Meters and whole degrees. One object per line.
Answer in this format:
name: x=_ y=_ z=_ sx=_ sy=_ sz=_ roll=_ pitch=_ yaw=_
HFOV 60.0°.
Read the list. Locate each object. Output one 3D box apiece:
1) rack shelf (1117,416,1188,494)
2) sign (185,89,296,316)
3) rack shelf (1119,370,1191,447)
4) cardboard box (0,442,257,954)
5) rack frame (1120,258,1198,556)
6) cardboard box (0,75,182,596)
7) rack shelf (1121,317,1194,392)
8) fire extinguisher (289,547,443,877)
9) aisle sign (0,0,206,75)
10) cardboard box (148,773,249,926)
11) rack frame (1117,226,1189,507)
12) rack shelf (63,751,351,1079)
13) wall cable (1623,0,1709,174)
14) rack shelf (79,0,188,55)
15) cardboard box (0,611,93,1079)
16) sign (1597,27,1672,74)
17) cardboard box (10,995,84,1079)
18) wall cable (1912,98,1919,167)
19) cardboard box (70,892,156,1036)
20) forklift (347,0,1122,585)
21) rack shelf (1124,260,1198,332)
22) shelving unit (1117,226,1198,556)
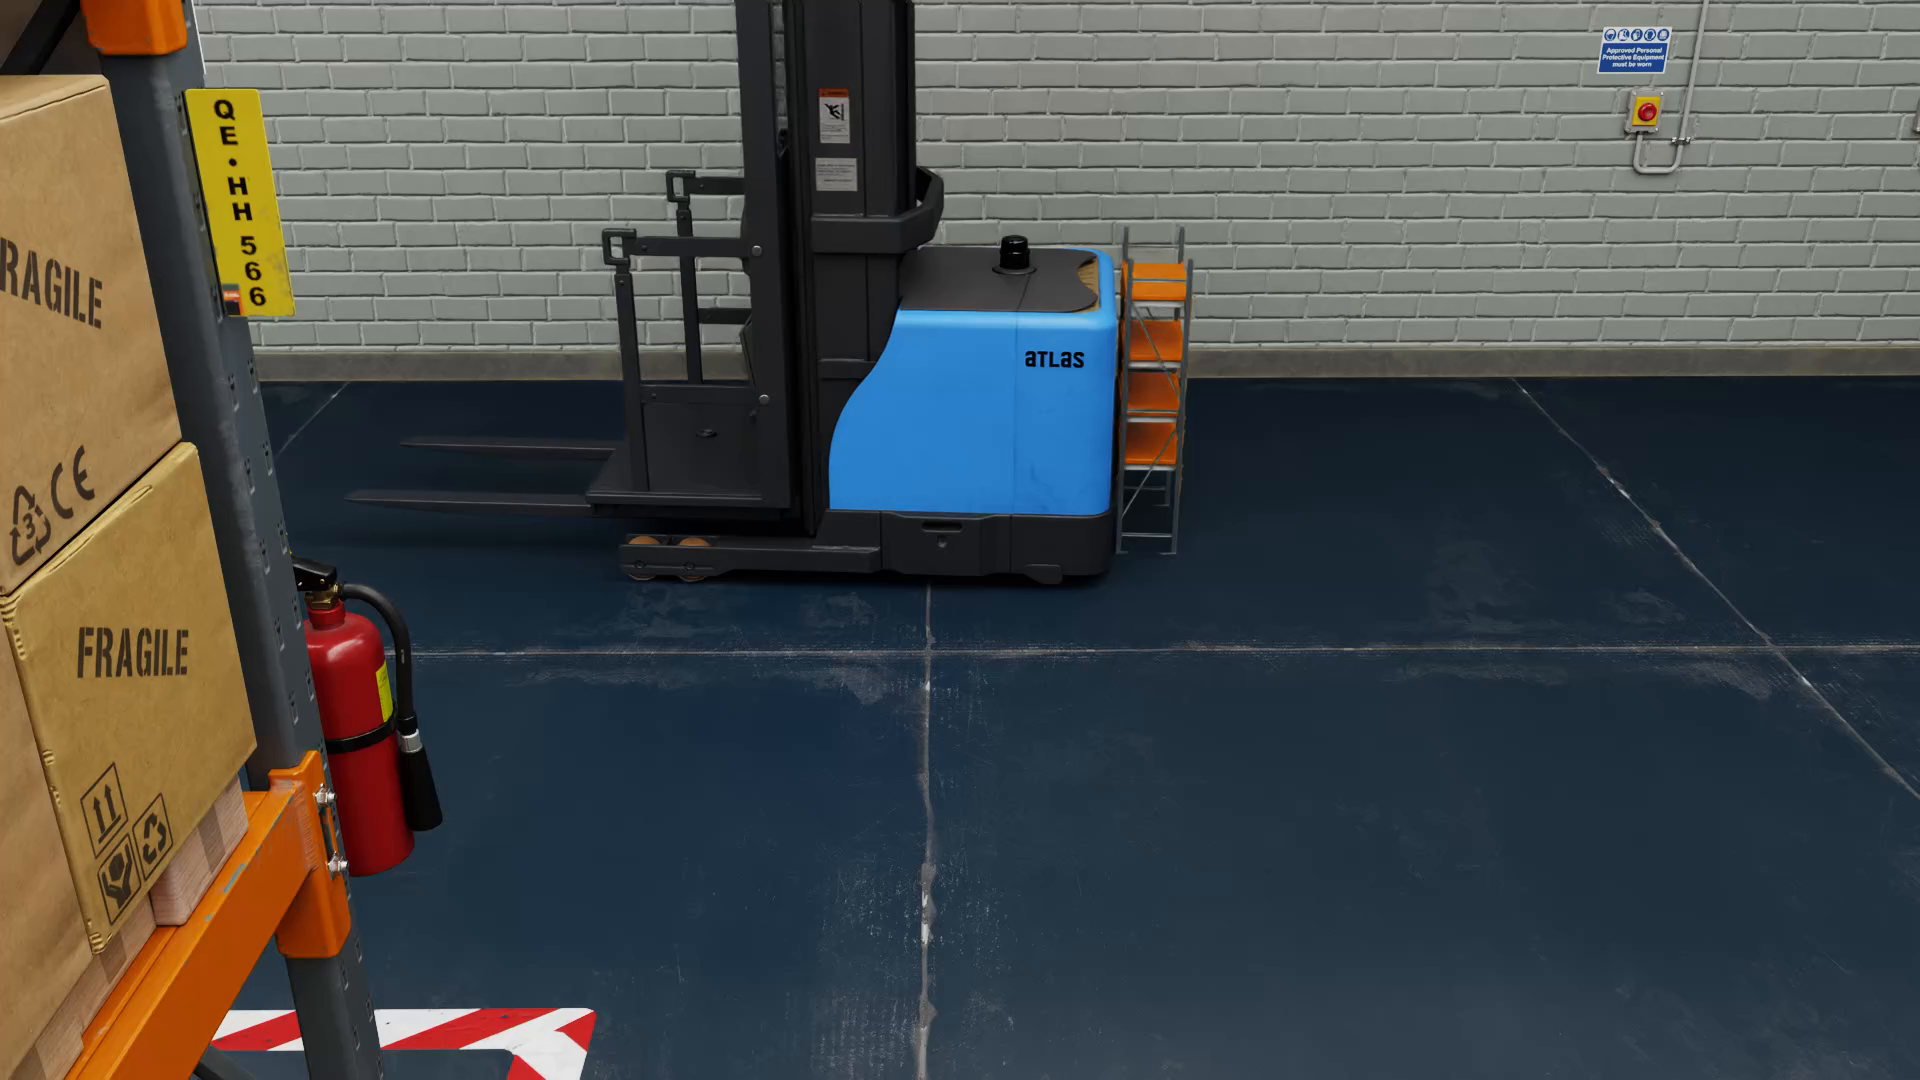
rack shelf: x=0.771 y=-0.348 z=6.709 sx=0.258 sy=0.148 sz=0.480 roll=1 pitch=24 yaw=3
sign: x=-1.027 y=-0.478 z=2.378 sx=0.100 sy=0.325 sz=0.005 roll=0 pitch=24 yaw=-1
rack shelf: x=0.771 y=-0.529 z=6.627 sx=0.258 sy=0.148 sz=0.480 roll=1 pitch=24 yaw=3
cardboard box: x=-1.319 y=0.191 z=2.206 sx=0.500 sy=0.500 sz=0.500 roll=0 pitch=24 yaw=1
rack frame: x=0.757 y=-0.490 z=6.378 sx=0.240 sy=1.200 sz=0.015 roll=1 pitch=24 yaw=3
cardboard box: x=-1.328 y=-0.261 z=1.992 sx=0.500 sy=0.500 sz=0.500 roll=-1 pitch=24 yaw=-2
rack shelf: x=0.771 y=-0.733 z=6.535 sx=0.258 sy=0.148 sz=0.480 roll=1 pitch=24 yaw=3
fire extinguisher: x=-1.123 y=0.287 z=3.021 sx=0.296 sy=0.674 sz=0.183 roll=0 pitch=24 yaw=-1
aisle sign: x=-1.282 y=-1.028 z=2.228 sx=0.394 sy=0.787 sz=0.004 roll=0 pitch=24 yaw=-1
cardboard box: x=-1.296 y=0.435 z=2.452 sx=0.380 sy=0.149 sz=0.250 roll=0 pitch=24 yaw=0
rack frame: x=0.786 y=-0.691 z=6.822 sx=0.240 sy=1.200 sz=0.015 roll=1 pitch=24 yaw=3
rack shelf: x=-1.560 y=1.340 z=1.021 sx=1.077 sy=0.370 sz=4.000 roll=0 pitch=24 yaw=-1
wall cable: x=3.282 y=-2.677 z=7.757 sx=0.585 sy=1.953 sz=0.123 roll=0 pitch=24 yaw=-1
rack shelf: x=-1.560 y=-0.027 z=0.403 sx=1.077 sy=0.370 sz=4.000 roll=0 pitch=24 yaw=-1
cardboard box: x=-1.319 y=0.403 z=1.737 sx=0.500 sy=0.500 sz=0.500 roll=-1 pitch=24 yaw=-1
sign: x=3.233 y=-2.348 z=7.973 sx=0.327 sy=0.218 sz=0.001 roll=0 pitch=24 yaw=-1
cardboard box: x=-1.313 y=0.641 z=1.997 sx=0.380 sy=0.149 sz=0.250 roll=0 pitch=24 yaw=-1
wall cable: x=4.700 y=-2.674 z=7.788 sx=0.588 sy=1.984 sz=0.122 roll=0 pitch=24 yaw=-1
cardboard box: x=-1.330 y=0.538 z=2.225 sx=0.380 sy=0.149 sz=0.250 roll=0 pitch=24 yaw=-1
forklift: x=-0.890 y=-1.389 z=6.265 sx=3.031 sy=2.935 sz=1.130 roll=2 pitch=24 yaw=4
rack shelf: x=0.771 y=-0.949 z=6.438 sx=0.258 sy=0.148 sz=0.480 roll=1 pitch=24 yaw=3
shelving unit: x=0.771 y=-0.591 z=6.600 sx=0.258 sy=1.200 sz=0.503 roll=1 pitch=24 yaw=3
